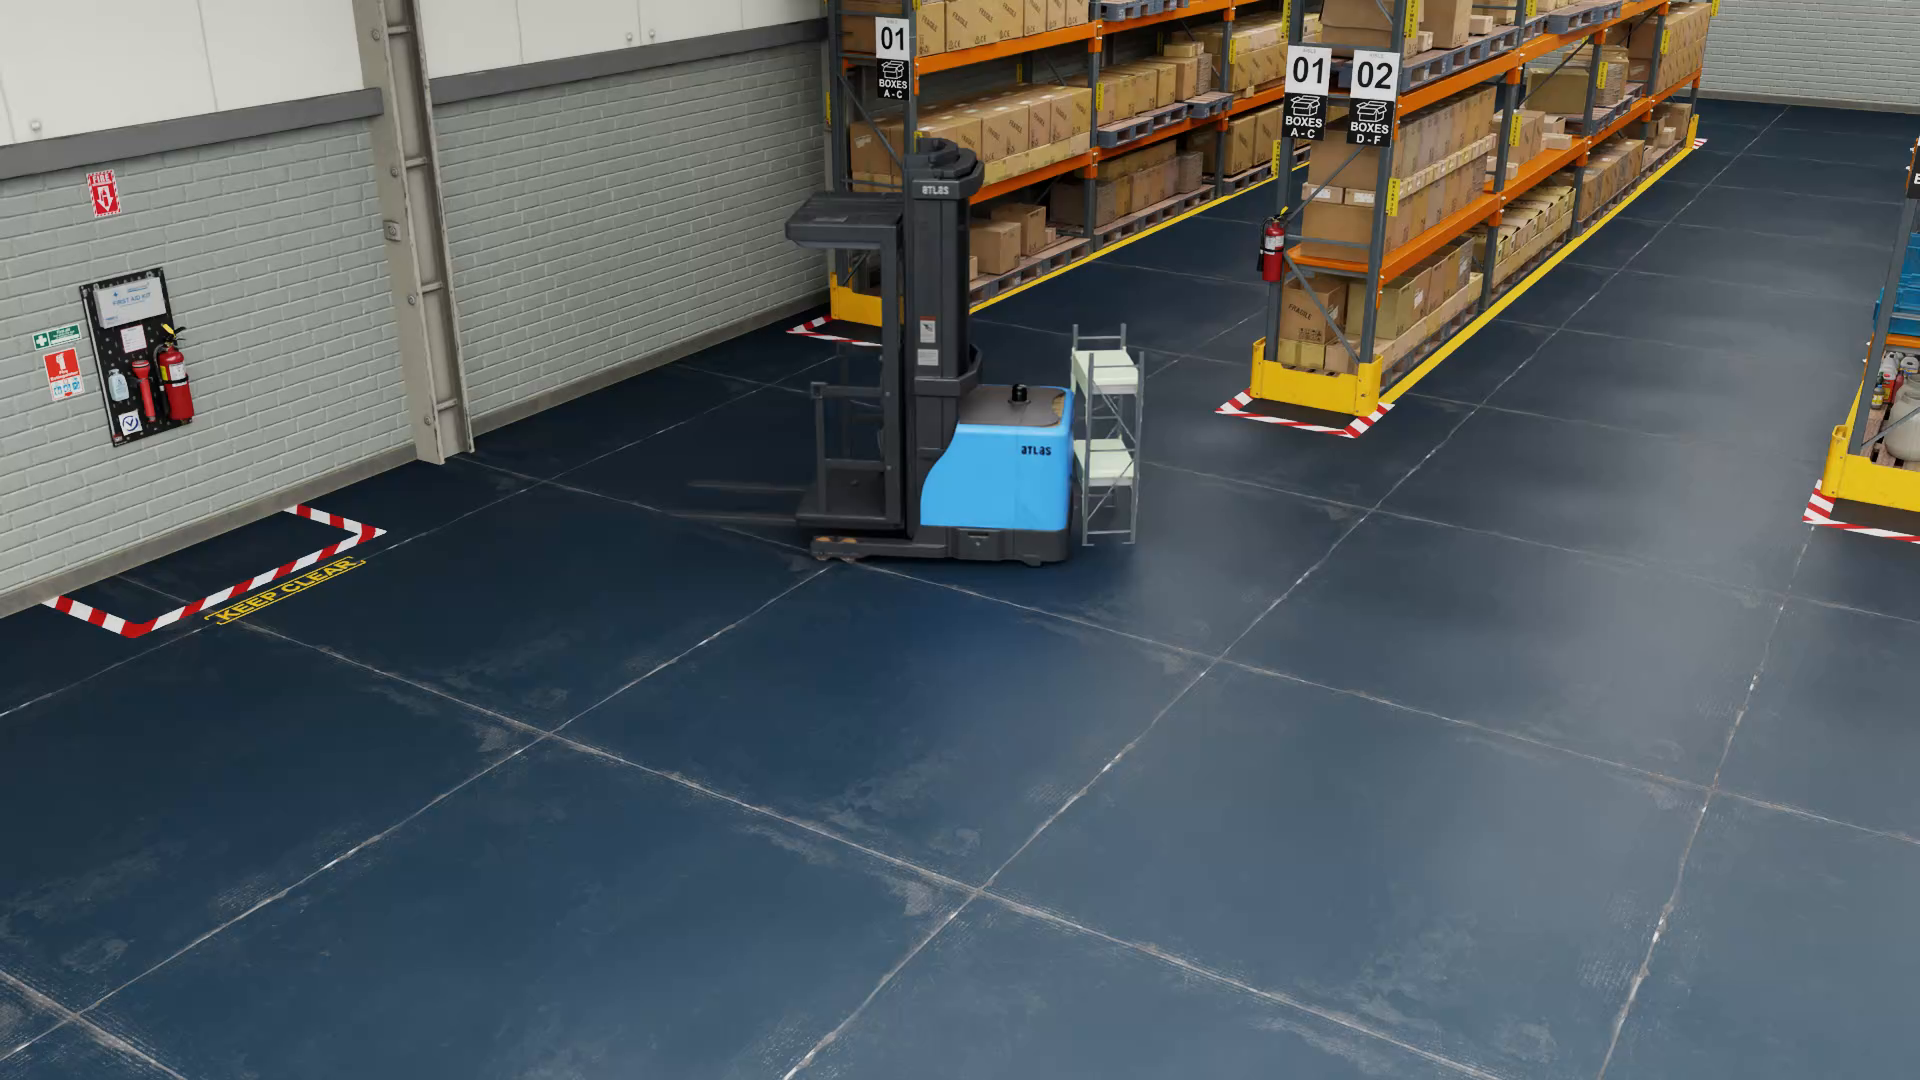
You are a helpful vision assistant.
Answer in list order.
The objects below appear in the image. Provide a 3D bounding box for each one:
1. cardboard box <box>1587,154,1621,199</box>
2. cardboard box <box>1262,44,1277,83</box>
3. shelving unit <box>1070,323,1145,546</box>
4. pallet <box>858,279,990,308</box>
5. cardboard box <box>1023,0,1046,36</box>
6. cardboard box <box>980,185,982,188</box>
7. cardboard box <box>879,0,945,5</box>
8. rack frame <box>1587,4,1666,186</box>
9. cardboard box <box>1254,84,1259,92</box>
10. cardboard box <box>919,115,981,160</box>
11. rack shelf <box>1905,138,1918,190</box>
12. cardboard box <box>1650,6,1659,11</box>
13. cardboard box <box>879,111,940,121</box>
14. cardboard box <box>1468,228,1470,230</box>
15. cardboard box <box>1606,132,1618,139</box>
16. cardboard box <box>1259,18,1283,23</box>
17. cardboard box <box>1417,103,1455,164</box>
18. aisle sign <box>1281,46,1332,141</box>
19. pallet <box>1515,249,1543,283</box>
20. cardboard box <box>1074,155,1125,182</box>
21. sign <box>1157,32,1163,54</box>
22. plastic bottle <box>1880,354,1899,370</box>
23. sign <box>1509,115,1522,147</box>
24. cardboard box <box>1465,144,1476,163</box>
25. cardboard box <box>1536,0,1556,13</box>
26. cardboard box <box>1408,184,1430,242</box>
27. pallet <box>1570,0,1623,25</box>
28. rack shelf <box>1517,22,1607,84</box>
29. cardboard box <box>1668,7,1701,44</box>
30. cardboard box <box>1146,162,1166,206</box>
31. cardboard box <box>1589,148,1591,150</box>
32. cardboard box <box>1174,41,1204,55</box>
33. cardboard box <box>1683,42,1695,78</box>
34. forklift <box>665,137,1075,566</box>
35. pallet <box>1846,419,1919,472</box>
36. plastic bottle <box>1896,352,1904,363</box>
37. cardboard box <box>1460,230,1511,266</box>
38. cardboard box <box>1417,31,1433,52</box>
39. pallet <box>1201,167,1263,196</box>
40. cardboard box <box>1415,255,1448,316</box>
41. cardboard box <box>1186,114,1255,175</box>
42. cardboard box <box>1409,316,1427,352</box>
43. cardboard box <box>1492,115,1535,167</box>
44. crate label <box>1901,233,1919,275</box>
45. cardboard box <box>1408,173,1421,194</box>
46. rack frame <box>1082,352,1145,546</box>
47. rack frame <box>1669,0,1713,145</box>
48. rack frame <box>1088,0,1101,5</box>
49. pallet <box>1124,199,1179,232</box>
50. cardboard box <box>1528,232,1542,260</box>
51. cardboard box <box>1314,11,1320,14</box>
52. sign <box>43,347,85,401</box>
[{"bbox_3d":[8.833,-5.054,23.077,0.500,0.500,0.500,13,27,27],"label":"cardboard box"},{"bbox_3d":[4.349,-7.063,24.599,0.500,0.500,0.500,14,27,29],"label":"cardboard box"},{"bbox_3d":[1.085,-0.799,12.540,0.431,1.500,0.755,-2,23,-5],"label":"shelving unit"},{"bbox_3d":[-0.393,-2.731,18.629,1.003,0.211,1.213,14,27,29],"label":"pallet"},{"bbox_3d":[0.624,-5.915,18.547,0.500,0.500,0.500,13,26,27],"label":"cardboard box"},{"bbox_3d":[-0.103,-3.935,18.064,0.500,0.250,0.500,13,27,27],"label":"cardboard box"},{"bbox_3d":[-0.482,-5.688,16.764,0.500,0.500,0.500,12,26,25],"label":"cardboard box"},{"bbox_3d":[9.649,-6.732,24.361,1.000,3.000,0.127,14,27,29],"label":"rack frame"},{"bbox_3d":[4.209,-6.731,24.648,0.380,0.149,0.250,15,27,30],"label":"cardboard box"},{"bbox_3d":[-0.115,-4.266,17.884,0.500,0.500,0.500,14,27,29],"label":"cardboard box"},{"bbox_3d":[8.580,-3.364,13.710,1.077,0.370,4.000,14,27,29],"label":"rack shelf"},{"bbox_3d":[10.763,-8.146,26.243,0.500,0.500,0.500,14,27,30],"label":"cardboard box"},{"bbox_3d":[-0.550,-4.375,18.135,0.500,0.500,0.500,14,27,30],"label":"cardboard box"},{"bbox_3d":[5.668,-3.594,19.338,0.500,0.311,0.500,15,27,30],"label":"cardboard box"},{"bbox_3d":[9.708,-6.038,25.351,0.500,0.500,0.500,14,27,29],"label":"cardboard box"},{"bbox_3d":[4.862,-7.751,25.244,0.500,0.250,0.500,14,27,30],"label":"cardboard box"},{"bbox_3d":[4.406,-4.014,16.323,0.700,0.500,0.500,14,27,29],"label":"cardboard box"},{"bbox_3d":[3.035,-3.914,14.579,0.394,0.787,0.004,14,27,29],"label":"aisle sign"},{"bbox_3d":[6.427,-3.422,20.226,1.003,0.211,1.213,14,27,29],"label":"pallet"},{"bbox_3d":[1.822,-4.869,21.706,0.500,0.250,0.500,13,27,28],"label":"cardboard box"},{"bbox_3d":[2.855,-7.065,23.673,0.100,0.325,0.005,14,27,29],"label":"sign"},{"bbox_3d":[8.435,-1.523,15.110,0.144,0.351,0.185,15,28,31],"label":"plastic bottle"},{"bbox_3d":[5.901,-4.350,17.668,0.100,0.325,0.005,14,27,29],"label":"sign"},{"bbox_3d":[5.062,-3.978,17.057,0.380,0.149,0.250,14,27,29],"label":"cardboard box"},{"bbox_3d":[6.489,-6.165,18.935,0.500,0.250,0.500,11,26,25],"label":"cardboard box"},{"bbox_3d":[4.116,-3.227,16.139,0.700,0.500,0.500,14,27,29],"label":"cardboard box"},{"bbox_3d":[7.257,-6.424,20.111,1.213,0.211,1.003,15,28,31],"label":"pallet"},{"bbox_3d":[6.484,-5.753,19.230,1.077,0.370,4.000,14,27,29],"label":"rack shelf"},{"bbox_3d":[11.222,-8.032,25.980,0.500,0.500,0.500,15,27,30],"label":"cardboard box"},{"bbox_3d":[2.384,-4.896,22.713,0.700,0.500,0.500,14,27,29],"label":"cardboard box"},{"bbox_3d":[8.645,-5.325,23.703,0.500,0.500,0.500,14,27,30],"label":"cardboard box"},{"bbox_3d":[3.172,-6.841,23.117,0.380,0.149,0.250,10,25,22],"label":"cardboard box"},{"bbox_3d":[11.215,-7.577,26.186,0.500,0.500,0.500,14,27,29],"label":"cardboard box"},{"bbox_3d":[-0.675,-1.394,12.116,3.031,2.935,1.130,3,24,6],"label":"forklift"},{"bbox_3d":[7.958,-0.671,13.871,1.003,0.211,1.213,14,27,29],"label":"pallet"},{"bbox_3d":[8.711,-1.636,15.469,0.097,0.271,0.097,0,23,0],"label":"plastic bottle"},{"bbox_3d":[5.858,-3.307,18.676,0.500,0.311,0.500,14,27,29],"label":"cardboard box"},{"bbox_3d":[4.089,-4.560,15.180,0.380,0.149,0.250,14,27,29],"label":"cardboard box"},{"bbox_3d":[3.808,-5.389,24.769,1.003,0.211,1.213,14,27,29],"label":"pallet"},{"bbox_3d":[4.584,-2.597,16.797,0.500,0.500,0.500,14,27,29],"label":"cardboard box"},{"bbox_3d":[3.828,-5.846,24.491,0.750,0.750,0.750,13,27,28],"label":"cardboard box"},{"bbox_3d":[4.315,-2.085,16.559,0.500,0.250,0.500,14,27,29],"label":"cardboard box"},{"bbox_3d":[6.390,-4.680,19.496,0.500,0.500,0.500,14,27,29],"label":"cardboard box"},{"bbox_3d":[8.266,-2.337,14.163,0.502,0.435,0.616,14,27,29],"label":"crate label"},{"bbox_3d":[4.114,-3.371,15.654,0.380,0.149,0.250,13,27,28],"label":"cardboard box"},{"bbox_3d":[1.119,-0.654,12.205,0.400,1.500,0.023,-2,23,-5],"label":"rack frame"},{"bbox_3d":[11.759,-8.082,27.479,1.000,3.000,0.127,14,27,29],"label":"rack frame"},{"bbox_3d":[1.218,-7.822,19.327,1.000,3.000,0.127,14,27,29],"label":"rack frame"},{"bbox_3d":[2.271,-4.466,22.635,1.003,0.211,1.213,14,27,29],"label":"pallet"},{"bbox_3d":[6.663,-3.566,19.980,0.500,0.250,0.500,14,27,30],"label":"cardboard box"},{"bbox_3d":[6.504,-8.579,28.250,0.980,0.700,0.700,12,26,26],"label":"cardboard box"},{"bbox_3d":[-6.137,-1.136,11.390,0.001,0.329,0.234,14,27,29],"label":"sign"}]
